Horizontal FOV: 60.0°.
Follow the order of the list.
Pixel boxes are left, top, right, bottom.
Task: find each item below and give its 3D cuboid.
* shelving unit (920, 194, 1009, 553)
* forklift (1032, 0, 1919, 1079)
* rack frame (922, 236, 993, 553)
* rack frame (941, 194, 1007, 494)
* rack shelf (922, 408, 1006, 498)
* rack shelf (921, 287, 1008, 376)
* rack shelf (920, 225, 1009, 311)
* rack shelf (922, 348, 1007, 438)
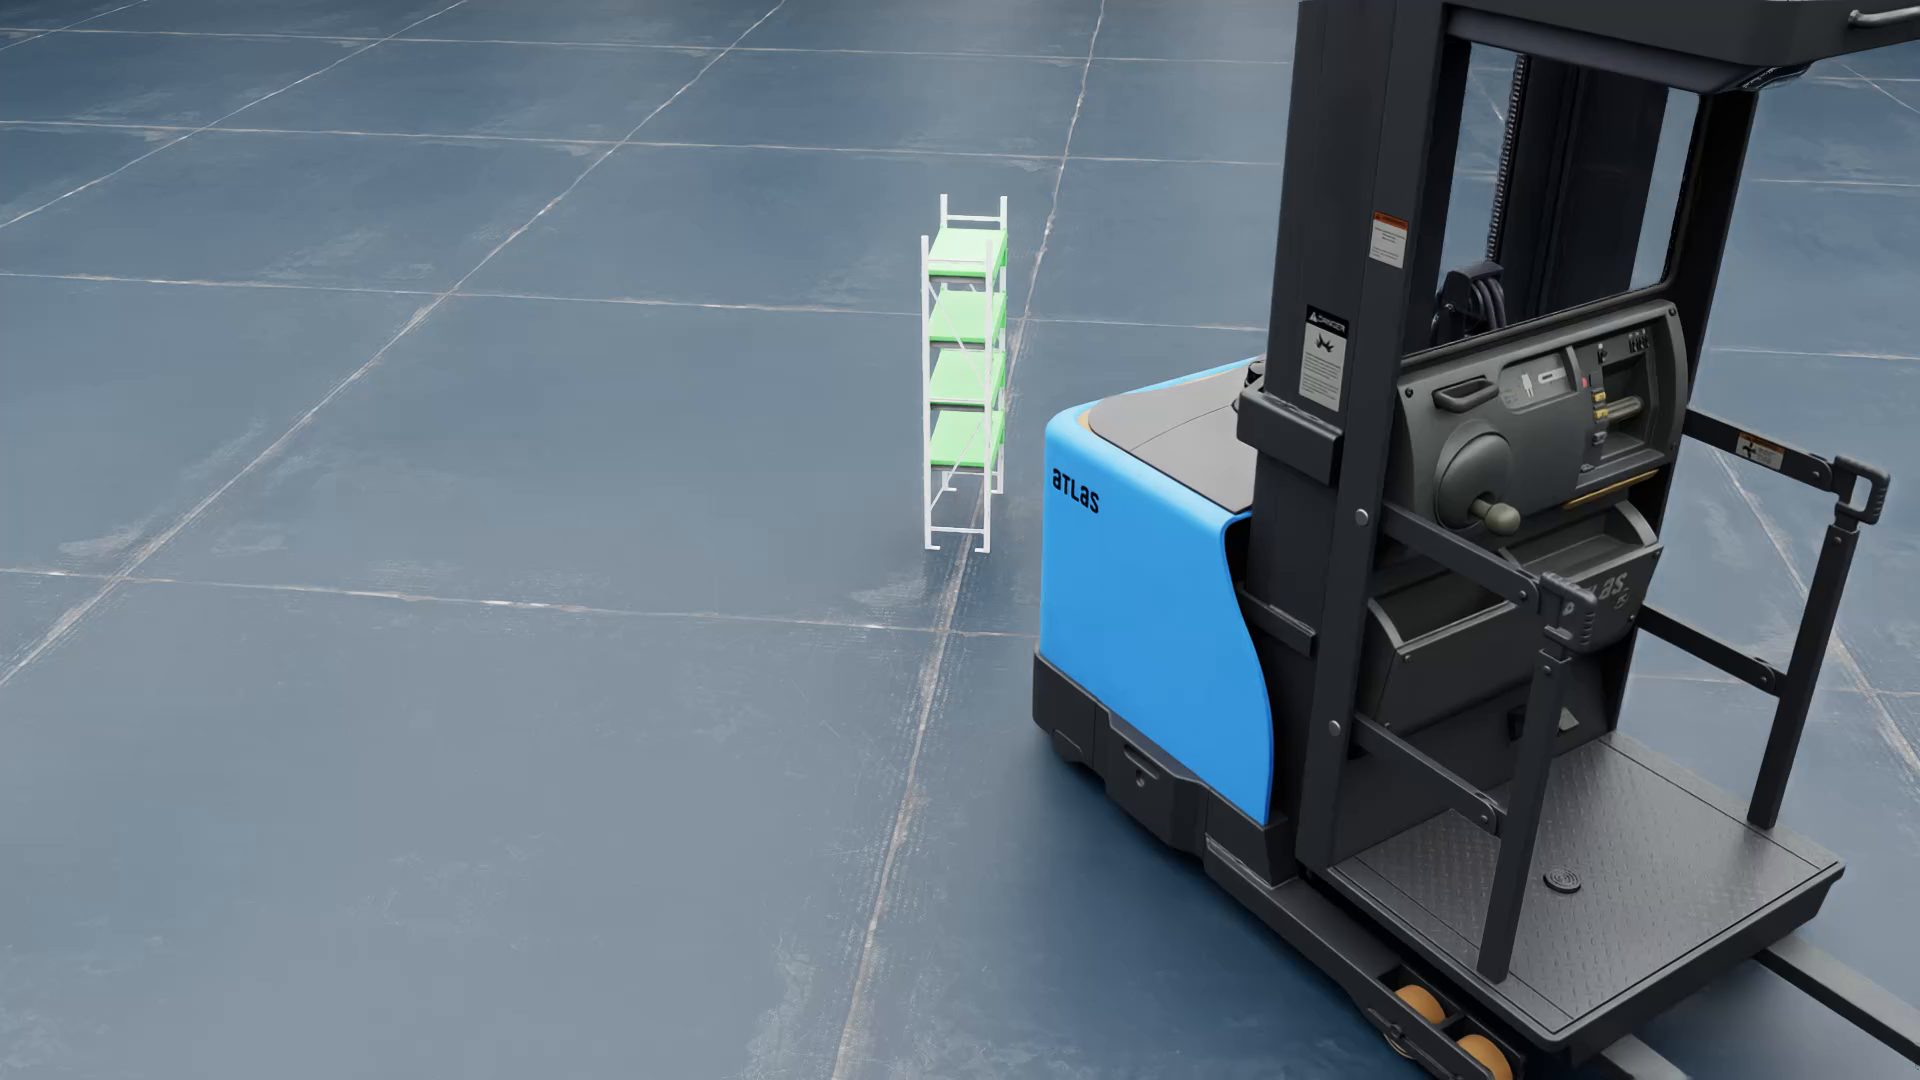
[{"bbox_3d":[0.020,-0.606,6.110,0.258,1.200,0.503,3,28,6],"label":"shelving unit"},{"bbox_3d":[1.448,-0.239,3.604,1.130,2.935,3.031,-17,33,-29],"label":"forklift"},{"bbox_3d":[-0.010,-0.491,5.897,0.240,1.200,0.015,3,28,6],"label":"rack frame"},{"bbox_3d":[0.050,-0.721,6.323,0.240,1.200,0.015,3,28,6],"label":"rack frame"},{"bbox_3d":[0.020,-0.339,6.254,0.258,0.148,0.480,3,28,6],"label":"rack shelf"},{"bbox_3d":[0.020,-0.761,6.027,0.258,0.148,0.480,3,28,6],"label":"rack shelf"},{"bbox_3d":[0.020,-0.972,5.913,0.258,0.148,0.480,3,28,6],"label":"rack shelf"},{"bbox_3d":[0.020,-0.550,6.140,0.258,0.148,0.480,3,28,6],"label":"rack shelf"}]
